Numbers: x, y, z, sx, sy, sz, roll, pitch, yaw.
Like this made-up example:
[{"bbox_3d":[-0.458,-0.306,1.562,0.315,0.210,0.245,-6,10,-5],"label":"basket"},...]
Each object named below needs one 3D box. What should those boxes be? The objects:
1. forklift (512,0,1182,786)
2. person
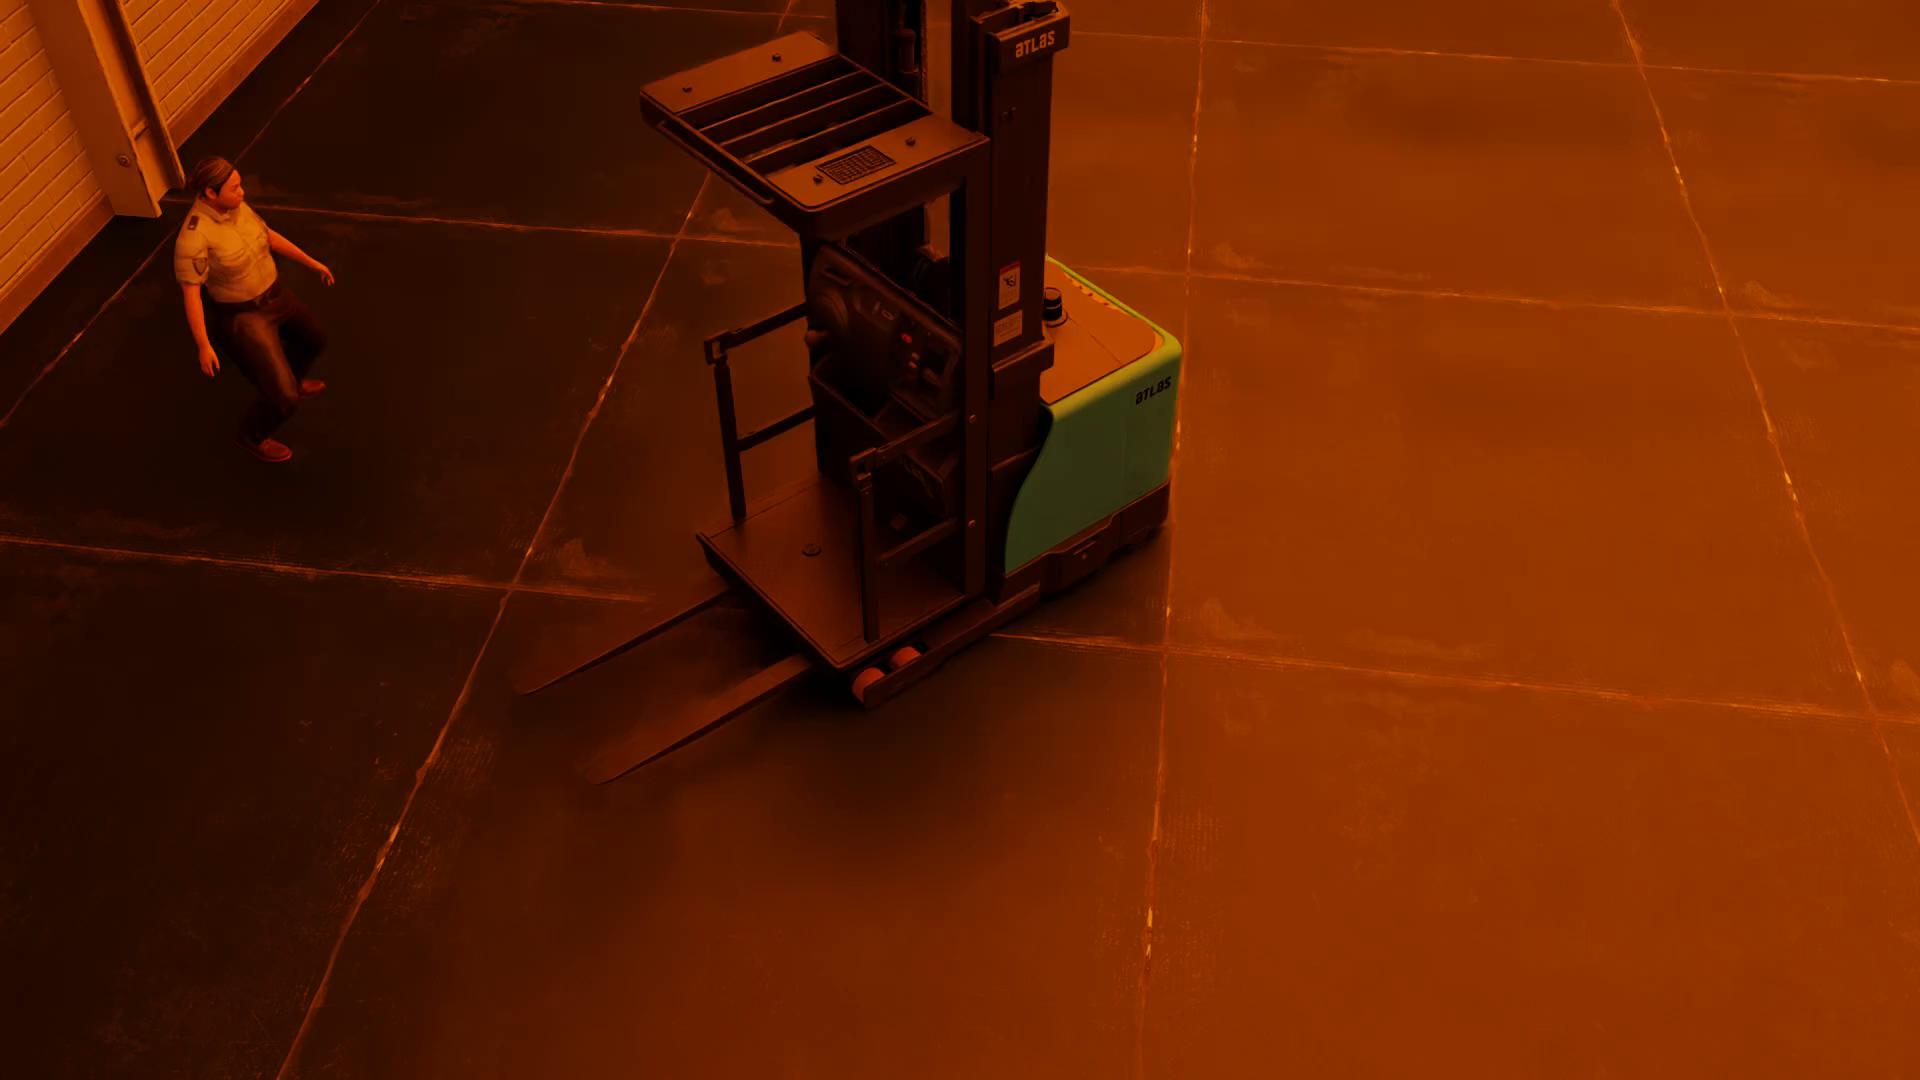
[{"bbox_3d":[-0.475,-0.775,6.568,3.031,2.935,1.130,-29,50,-28],"label":"forklift"},{"bbox_3d":[-3.372,-1.112,7.979,0.584,1.553,0.863,10,43,11],"label":"person"}]
